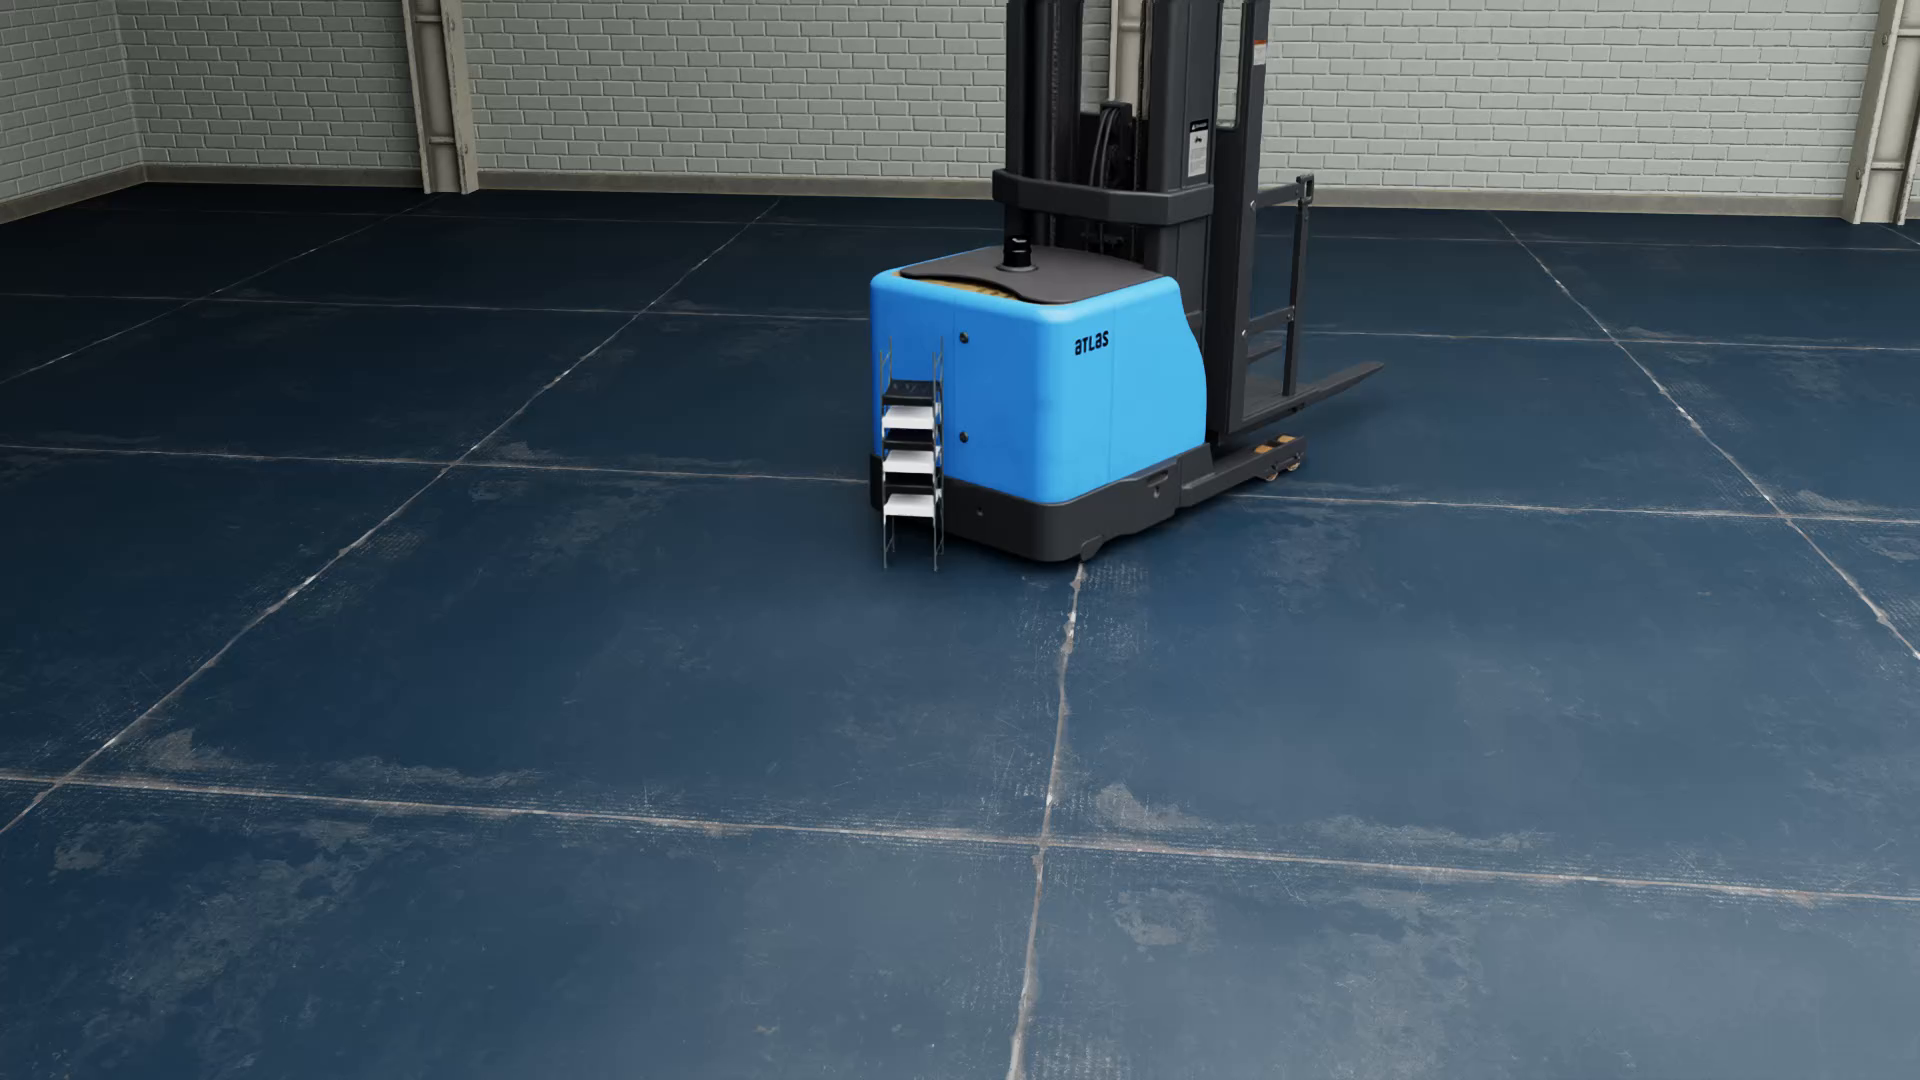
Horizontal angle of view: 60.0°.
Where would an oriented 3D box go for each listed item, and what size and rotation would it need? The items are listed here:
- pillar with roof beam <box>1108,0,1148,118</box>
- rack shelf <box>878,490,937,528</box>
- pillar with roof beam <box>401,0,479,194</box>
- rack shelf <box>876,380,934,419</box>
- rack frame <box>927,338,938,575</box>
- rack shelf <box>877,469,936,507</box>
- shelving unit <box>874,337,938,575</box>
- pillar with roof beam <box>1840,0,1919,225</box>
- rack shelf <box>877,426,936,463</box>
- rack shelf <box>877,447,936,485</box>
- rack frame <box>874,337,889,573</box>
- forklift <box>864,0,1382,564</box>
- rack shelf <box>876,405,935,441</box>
[{"bbox_3d":[0.930,-5.464,8.520,0.400,9.000,9.100,2,22,6],"label":"pillar with roof beam"},{"bbox_3d":[-0.207,-0.130,6.624,0.200,0.077,0.258,3,22,7],"label":"rack shelf"},{"bbox_3d":[-5.028,-5.723,9.177,0.400,9.000,9.100,2,22,6],"label":"pillar with roof beam"},{"bbox_3d":[-0.207,-0.548,6.459,0.200,0.077,0.258,3,22,7],"label":"rack shelf"},{"bbox_3d":[-0.106,-0.324,6.534,0.006,0.900,0.240,3,22,7],"label":"rack frame"},{"bbox_3d":[-0.207,-0.213,6.591,0.200,0.077,0.258,3,22,7],"label":"rack shelf"},{"bbox_3d":[-0.207,-0.328,6.546,0.210,0.900,0.258,3,22,7],"label":"shelving unit"},{"bbox_3d":[6.888,-5.204,7.864,0.400,9.000,9.100,2,22,6],"label":"pillar with roof beam"},{"bbox_3d":[-0.207,-0.381,6.525,0.200,0.077,0.258,3,22,7],"label":"rack shelf"},{"bbox_3d":[-0.207,-0.297,6.558,0.200,0.077,0.258,3,22,7],"label":"rack shelf"},{"bbox_3d":[-0.308,-0.333,6.557,0.006,0.900,0.240,3,22,7],"label":"rack frame"},{"bbox_3d":[0.944,-1.730,7.328,1.130,2.935,3.031,18,28,38],"label":"forklift"},{"bbox_3d":[-0.207,-0.465,6.492,0.200,0.077,0.258,3,22,7],"label":"rack shelf"}]
